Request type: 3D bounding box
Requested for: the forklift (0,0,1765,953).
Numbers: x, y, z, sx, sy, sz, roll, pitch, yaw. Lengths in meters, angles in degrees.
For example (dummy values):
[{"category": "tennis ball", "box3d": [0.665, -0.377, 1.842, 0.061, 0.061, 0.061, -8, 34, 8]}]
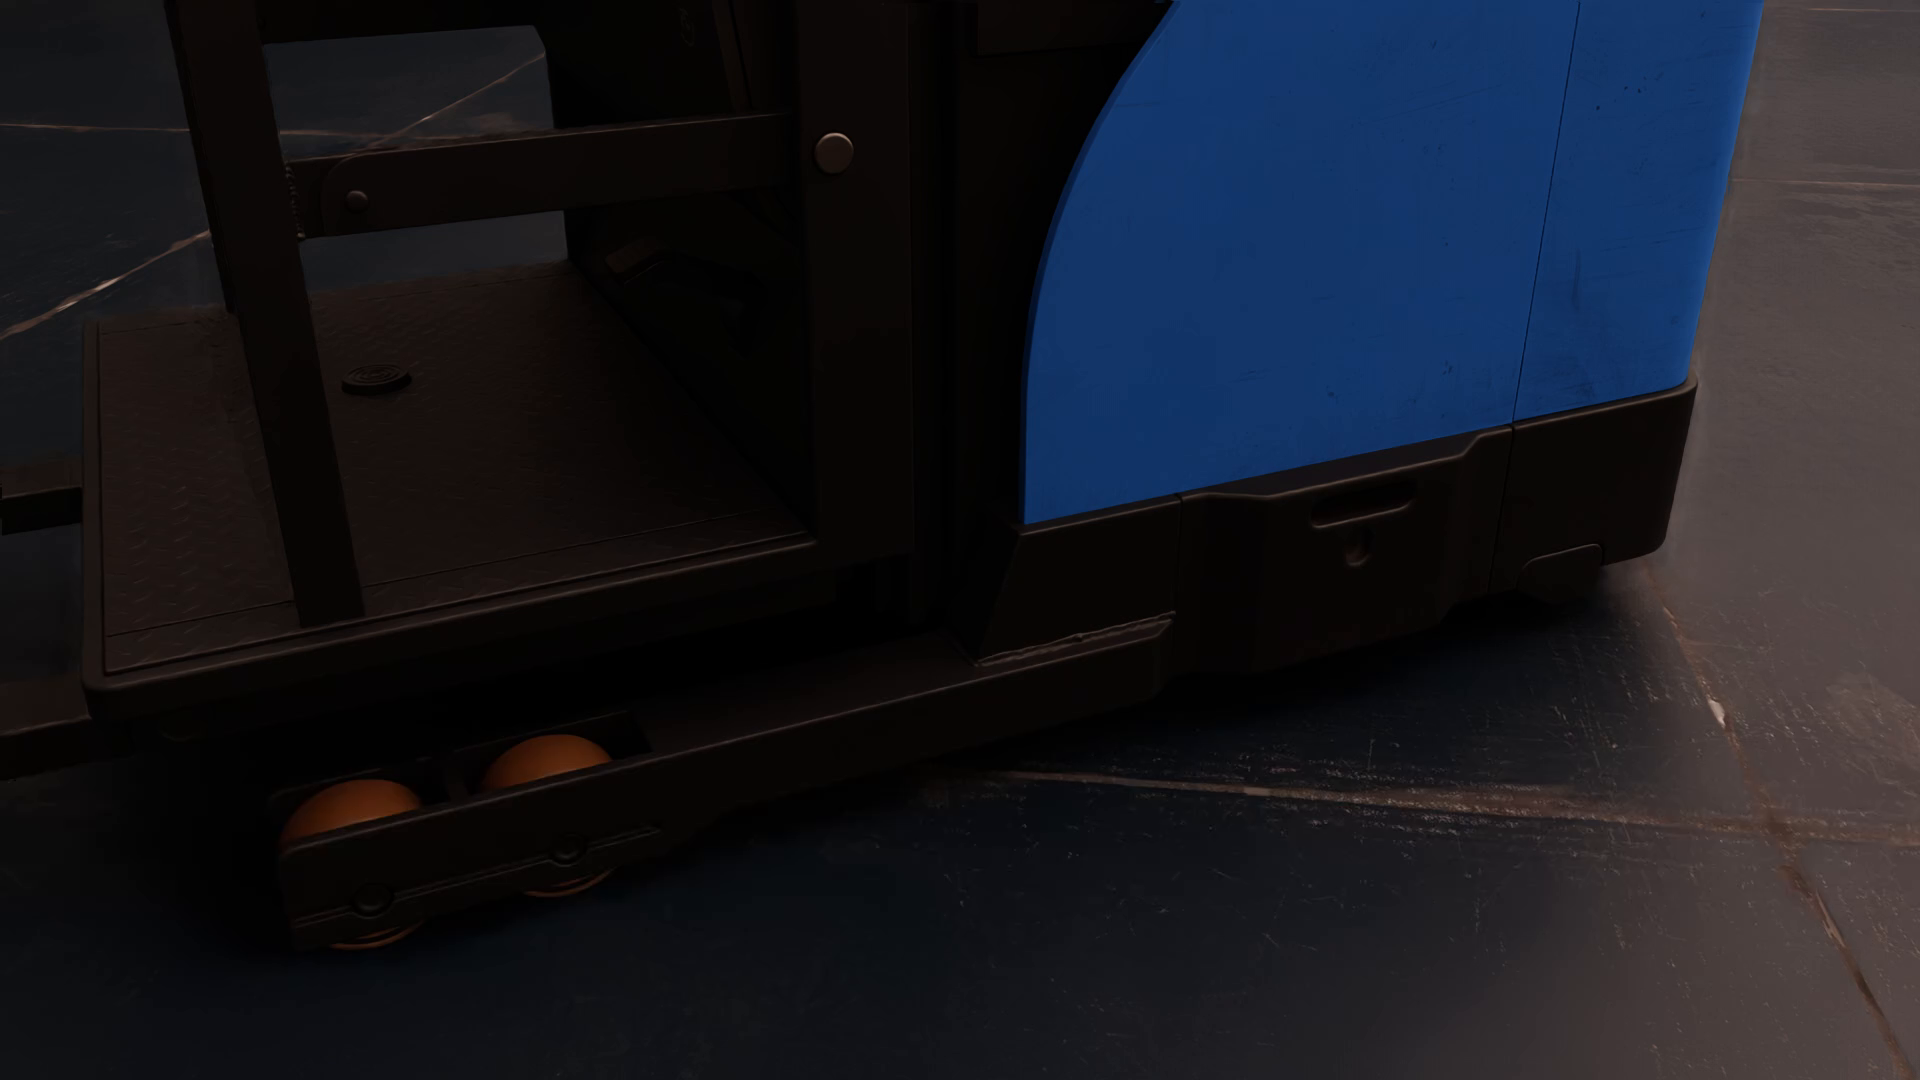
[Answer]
[{"category": "forklift", "box3d": [-0.557, -1.169, 1.560, 3.031, 2.935, 1.130, -12, 29, -22]}]
